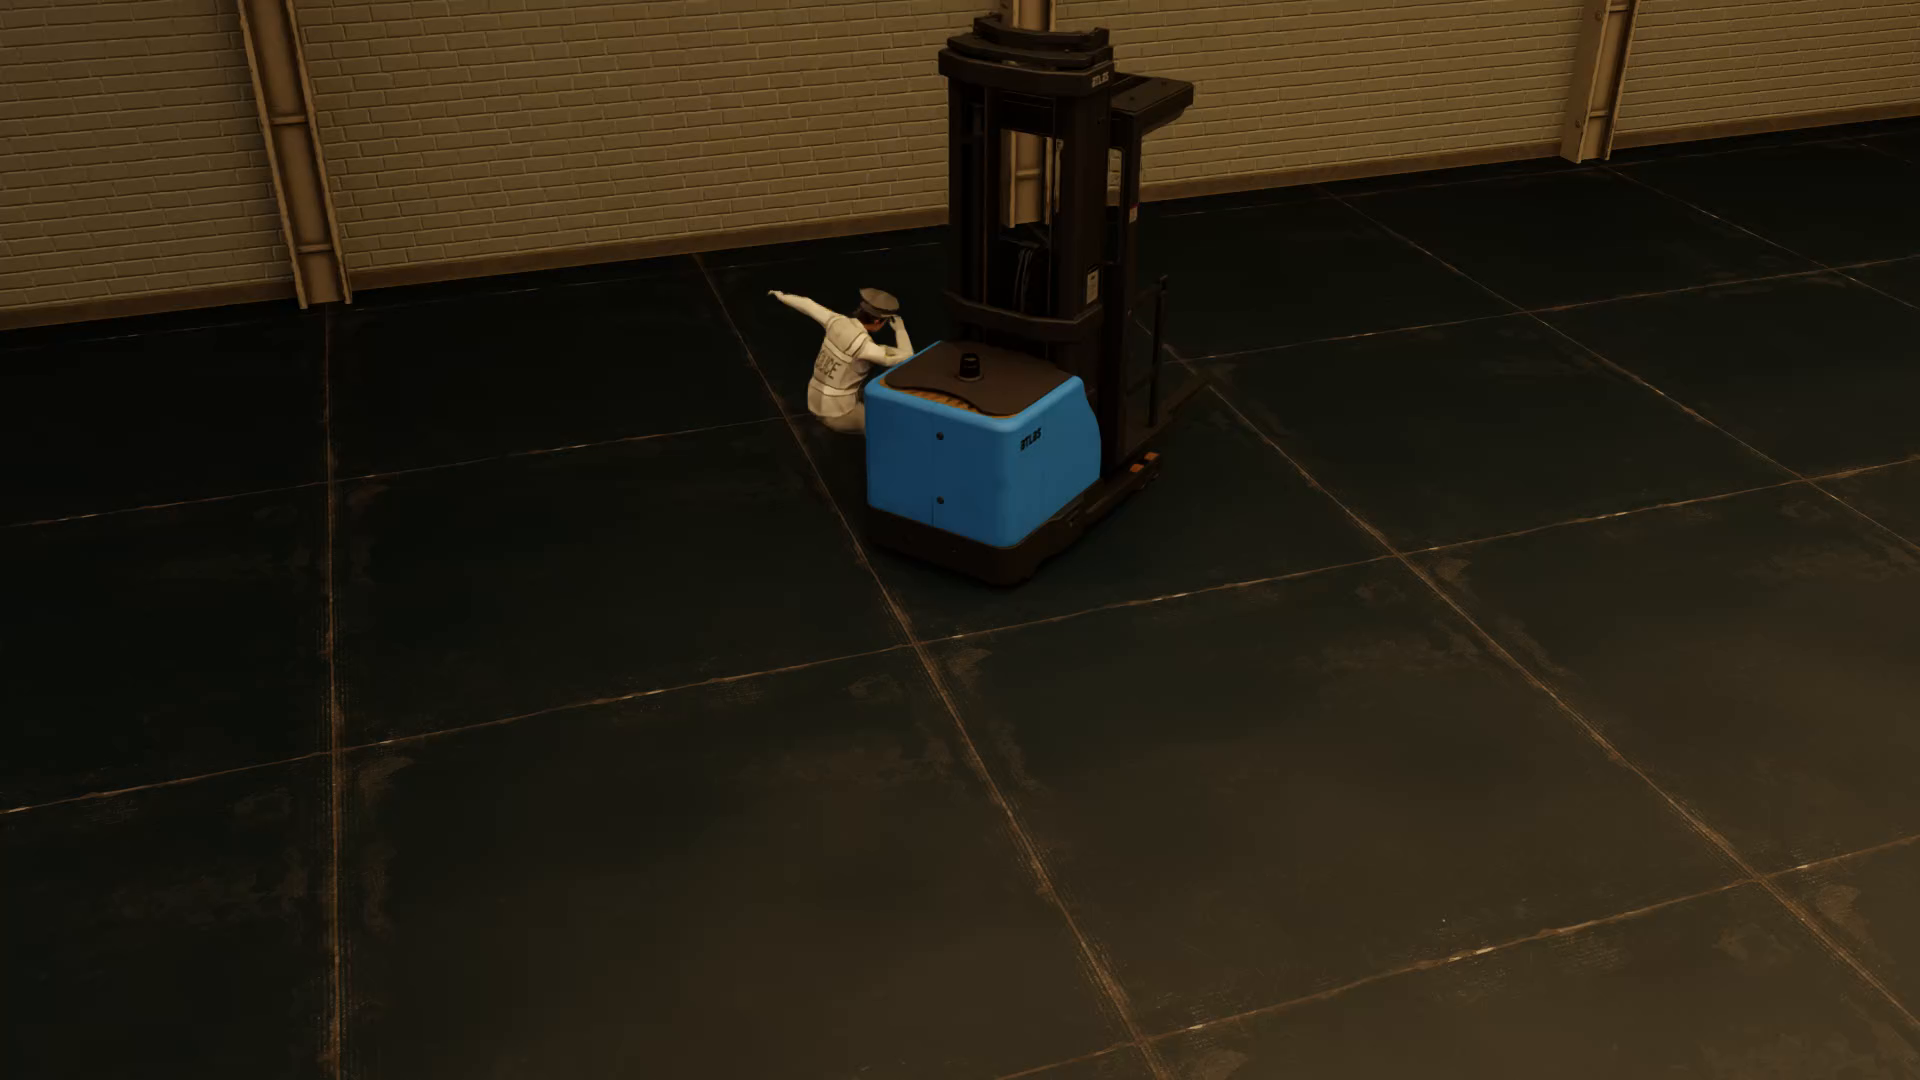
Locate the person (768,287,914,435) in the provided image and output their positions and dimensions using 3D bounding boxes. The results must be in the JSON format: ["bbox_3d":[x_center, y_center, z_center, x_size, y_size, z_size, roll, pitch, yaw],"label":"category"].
[{"bbox_3d":[-0.663,-0.952,10.365,0.687,1.360,1.308,-16,34,-26],"label":"person"}]

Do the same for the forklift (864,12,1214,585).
[{"bbox_3d":[0.666,-1.706,10.053,1.130,2.935,3.031,18,35,28],"label":"forklift"}]
